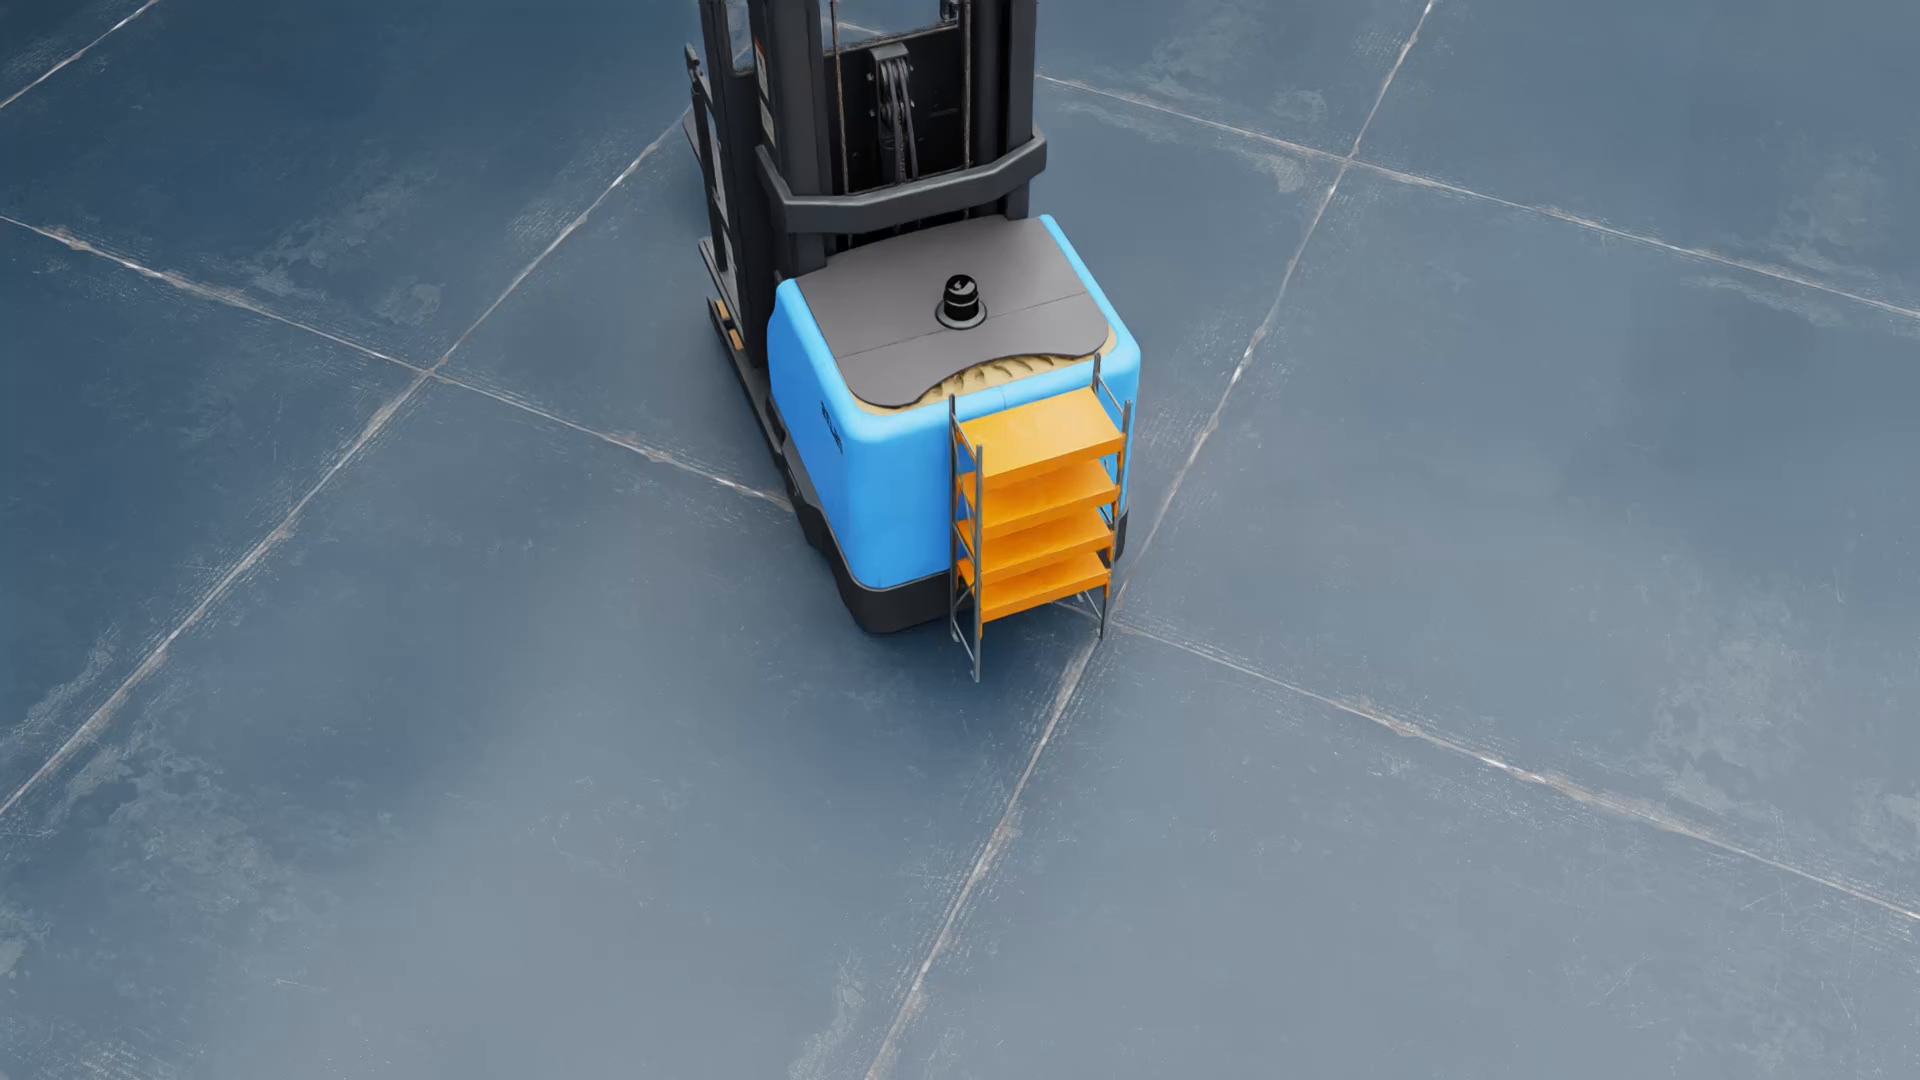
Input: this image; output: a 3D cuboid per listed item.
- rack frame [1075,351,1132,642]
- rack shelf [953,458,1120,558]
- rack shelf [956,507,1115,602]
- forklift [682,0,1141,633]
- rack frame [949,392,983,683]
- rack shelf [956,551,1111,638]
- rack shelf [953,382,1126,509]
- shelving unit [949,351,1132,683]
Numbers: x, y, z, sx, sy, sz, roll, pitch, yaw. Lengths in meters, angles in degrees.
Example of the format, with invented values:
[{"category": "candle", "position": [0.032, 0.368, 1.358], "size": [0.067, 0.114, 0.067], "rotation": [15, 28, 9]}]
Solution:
[{"category": "rack frame", "position": [0.470, -0.112, 5.557], "size": [0.015, 1.200, 0.240], "rotation": [-17, 52, -14]}, {"category": "rack shelf", "position": [0.243, -0.144, 5.379], "size": [0.480, 0.148, 0.258], "rotation": [-17, 52, -14]}, {"category": "rack shelf", "position": [0.243, 0.001, 5.550], "size": [0.480, 0.148, 0.258], "rotation": [-17, 52, -14]}, {"category": "forklift", "position": [-0.403, -1.768, 5.830], "size": [1.130, 2.935, 3.031], "rotation": [-17, 52, -14]}, {"category": "rack frame", "position": [0.017, 0.027, 5.440], "size": [0.015, 1.200, 0.240], "rotation": [-17, 52, -14]}, {"category": "rack shelf", "position": [0.243, 0.130, 5.701], "size": [0.480, 0.148, 0.258], "rotation": [-17, 52, -14]}, {"category": "rack shelf", "position": [0.243, -0.297, 5.199], "size": [0.480, 0.148, 0.258], "rotation": [-17, 52, -14]}, {"category": "shelving unit", "position": [0.243, -0.043, 5.499], "size": [0.503, 1.200, 0.258], "rotation": [-17, 52, -14]}]
